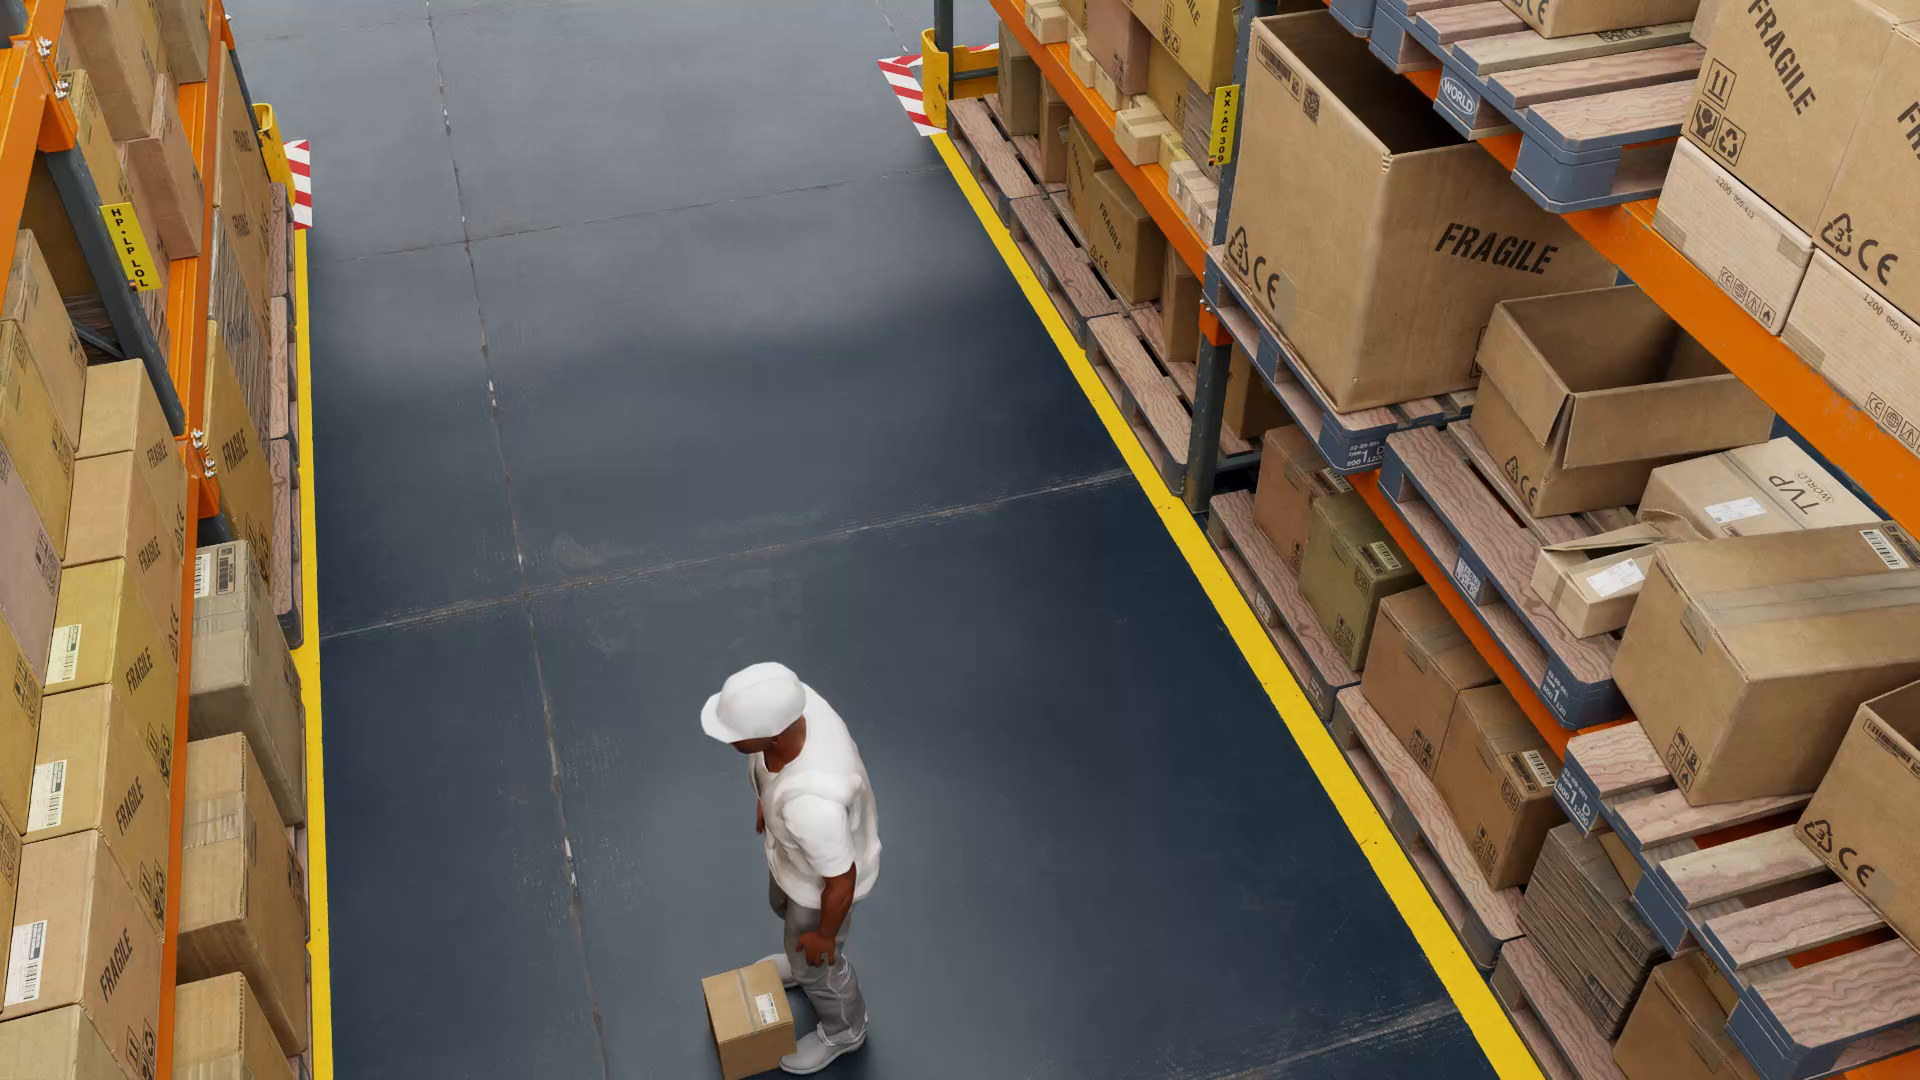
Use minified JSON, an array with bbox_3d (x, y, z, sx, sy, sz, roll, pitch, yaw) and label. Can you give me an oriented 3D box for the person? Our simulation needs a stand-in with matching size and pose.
[{"bbox_3d":[-0.487,0.980,5.057,0.460,1.760,0.634,-13,43,-14],"label":"person"}]
